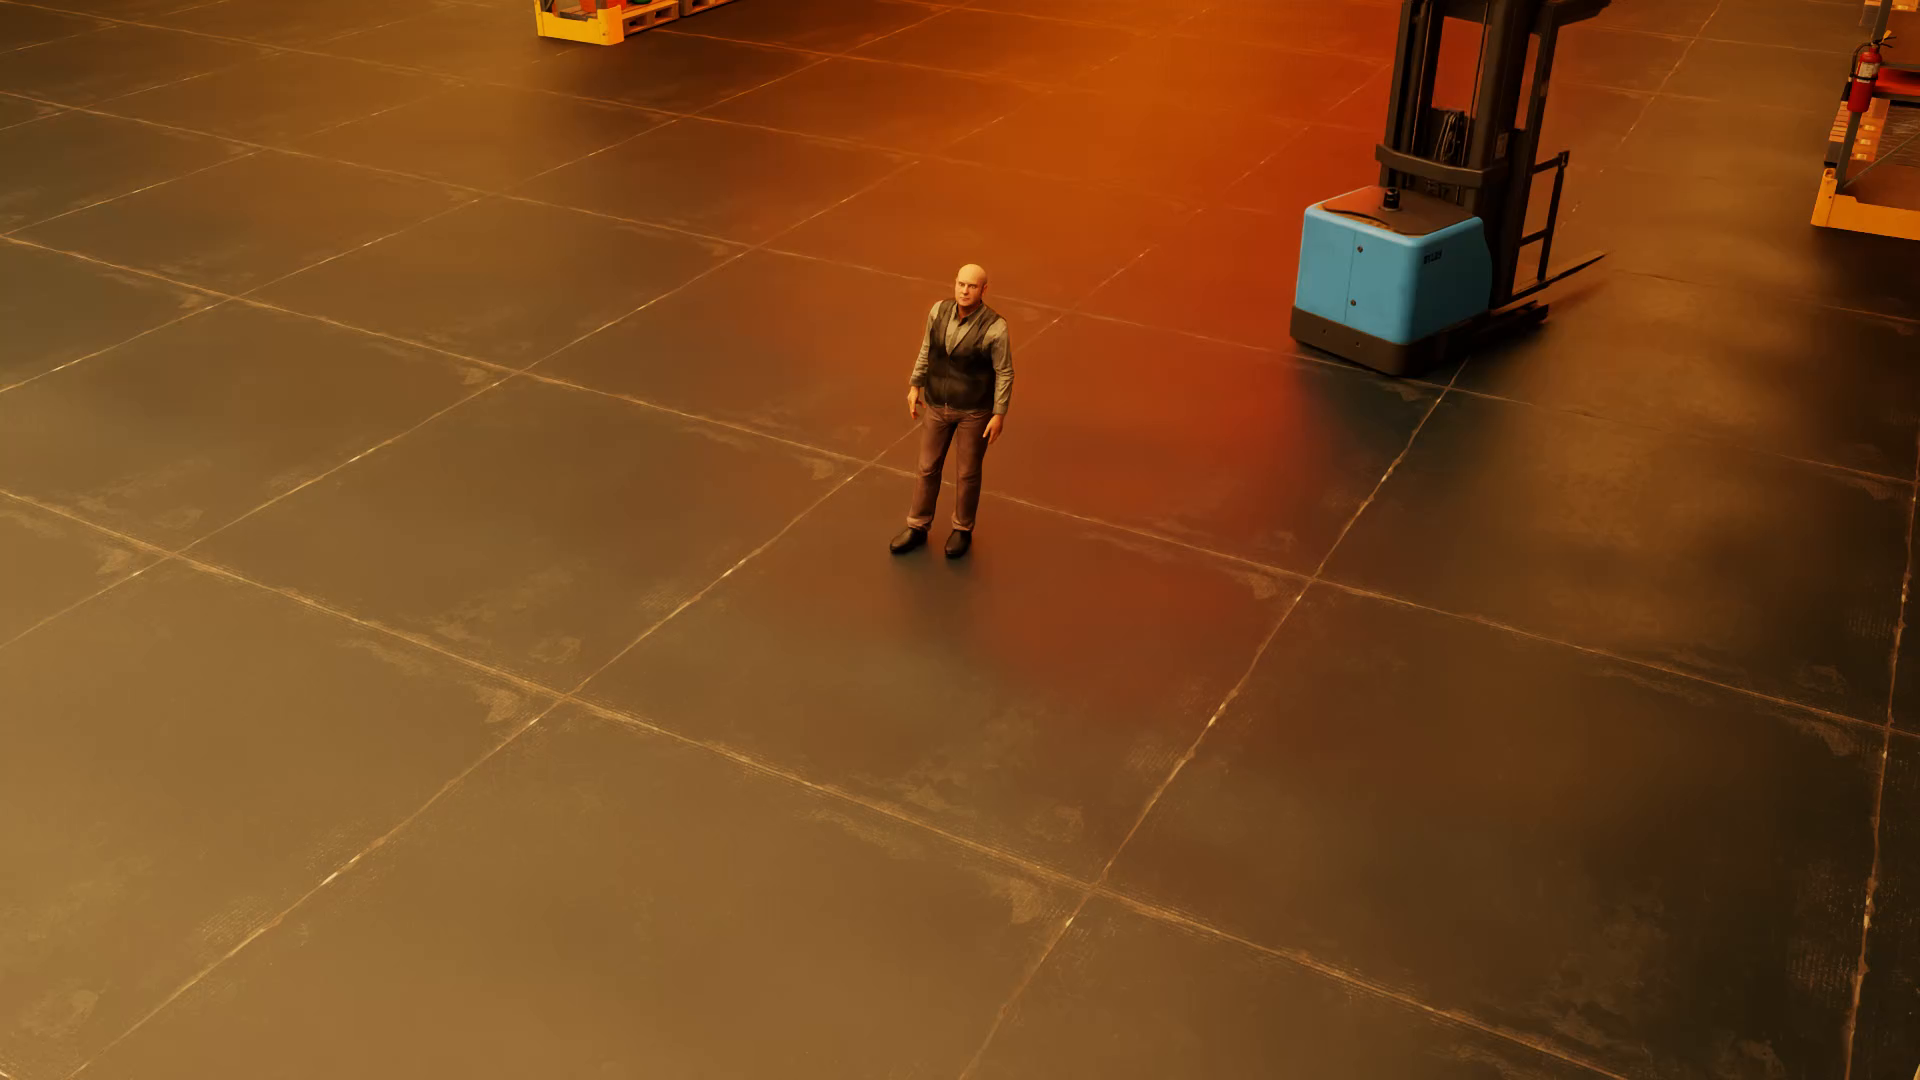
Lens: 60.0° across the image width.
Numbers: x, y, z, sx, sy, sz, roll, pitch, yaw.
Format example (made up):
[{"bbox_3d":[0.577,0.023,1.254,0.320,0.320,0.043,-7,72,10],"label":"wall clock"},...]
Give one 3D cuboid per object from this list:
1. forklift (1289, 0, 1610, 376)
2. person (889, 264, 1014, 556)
[{"bbox_3d":[3.928,-3.056,12.366,3.031,2.935,1.130,-23,37,-35],"label":"forklift"},{"bbox_3d":[-0.037,-0.727,9.526,0.632,1.720,0.568,15,33,25],"label":"person"}]
